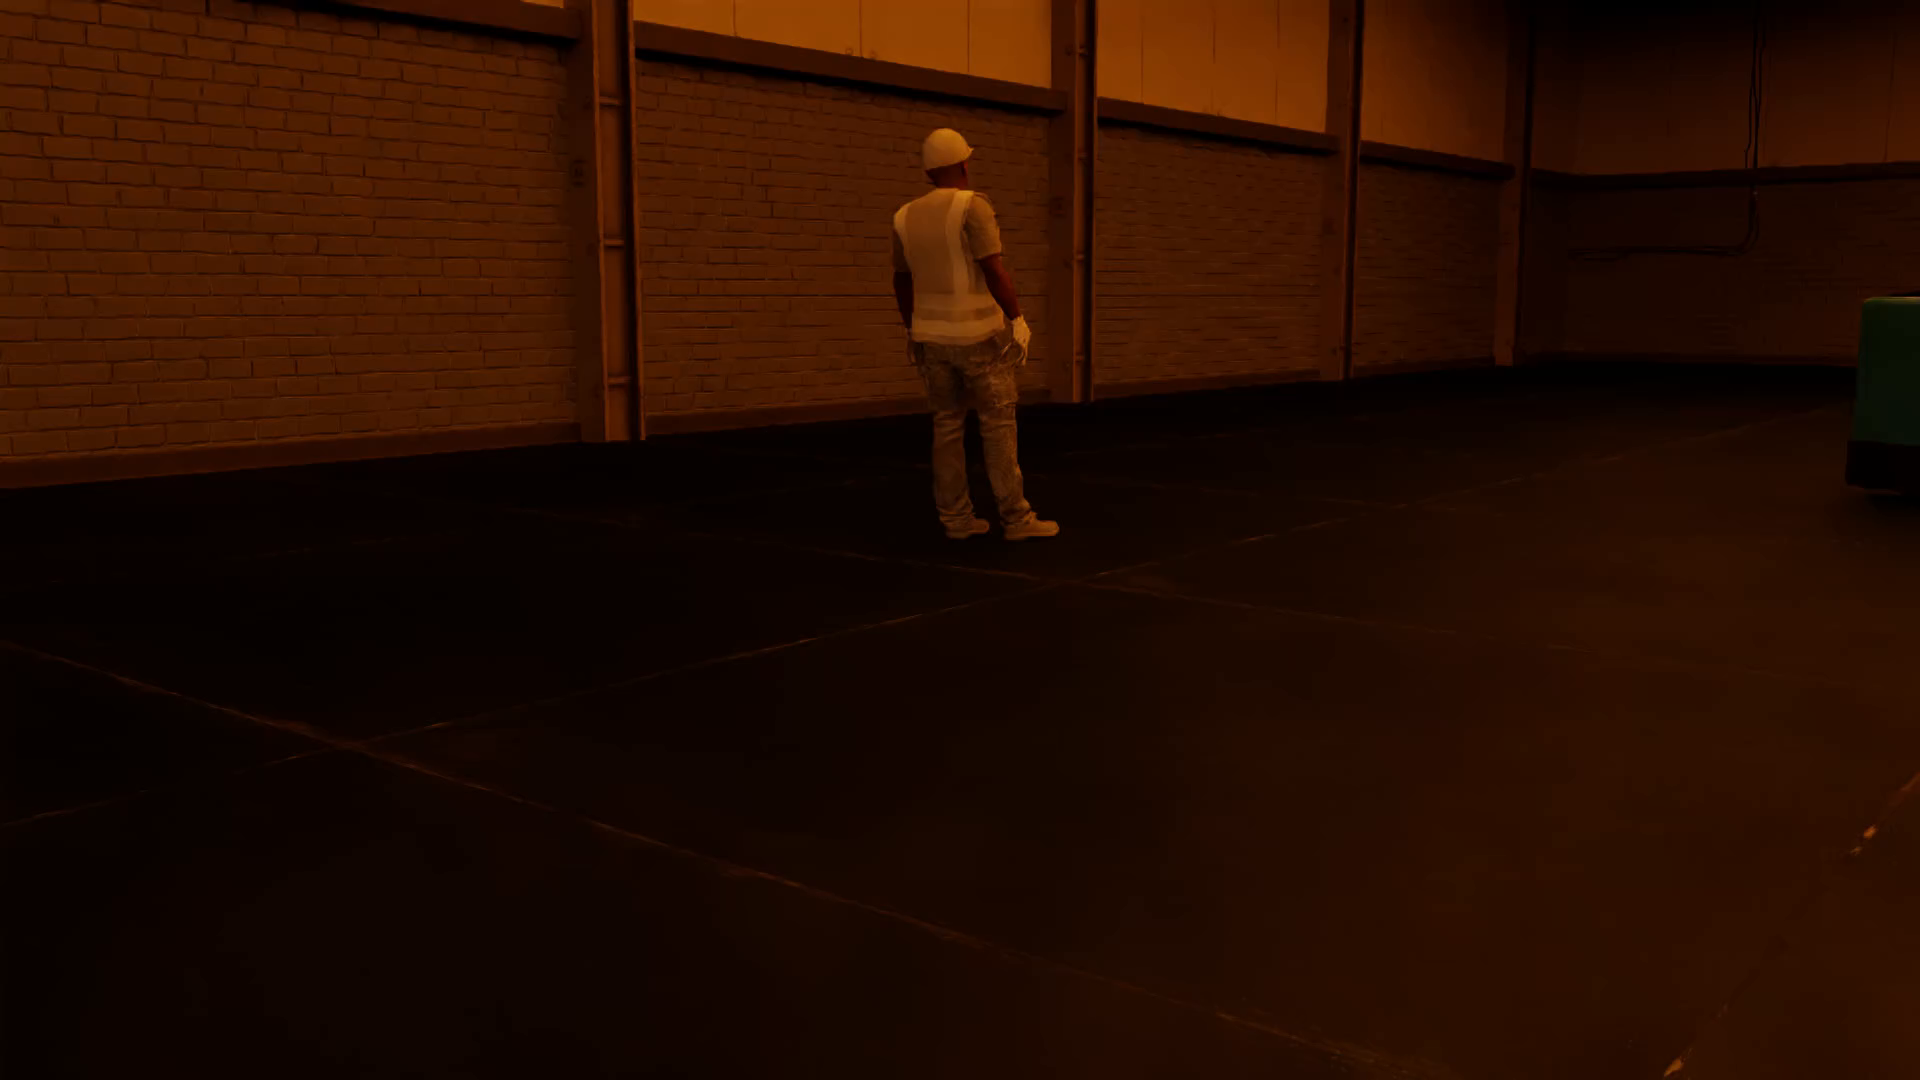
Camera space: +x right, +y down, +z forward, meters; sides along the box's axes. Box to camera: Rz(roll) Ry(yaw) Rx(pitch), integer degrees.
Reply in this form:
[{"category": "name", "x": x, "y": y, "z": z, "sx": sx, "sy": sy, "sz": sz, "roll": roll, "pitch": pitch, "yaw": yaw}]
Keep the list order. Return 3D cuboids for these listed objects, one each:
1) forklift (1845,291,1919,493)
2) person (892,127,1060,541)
[{"category": "forklift", "x": 6.379, "y": -1.680, "z": 8.763, "sx": 3.031, "sy": 2.935, "sz": 1.130, "roll": -2, "pitch": 9, "yaw": -15}, {"category": "person", "x": 0.052, "y": -0.896, "z": 7.325, "sx": 0.655, "sy": 1.782, "sz": 0.576, "roll": 7, "pitch": 11, "yaw": 38}]
